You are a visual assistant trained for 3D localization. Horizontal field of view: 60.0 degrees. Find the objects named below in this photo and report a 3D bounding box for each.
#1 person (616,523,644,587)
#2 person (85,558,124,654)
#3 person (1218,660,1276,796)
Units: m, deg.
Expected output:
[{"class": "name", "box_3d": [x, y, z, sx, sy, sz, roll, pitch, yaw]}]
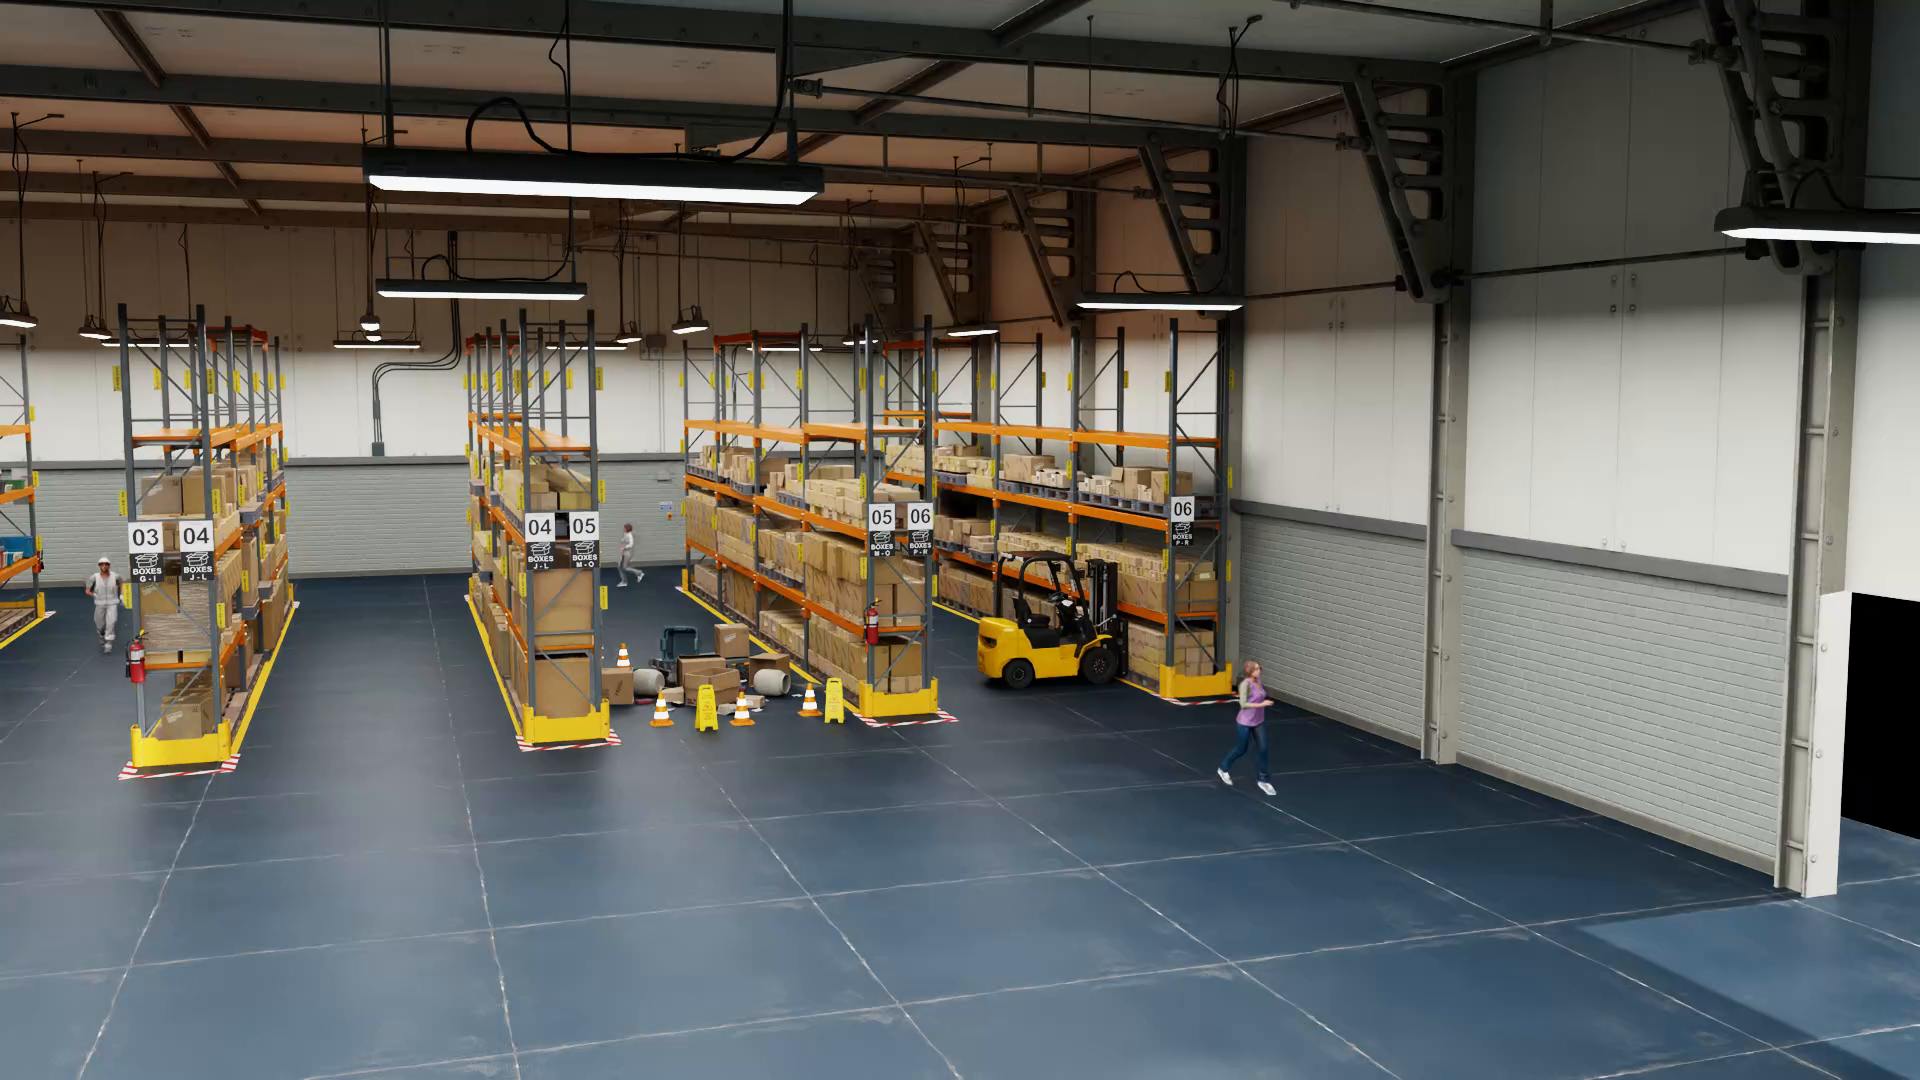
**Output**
[{"class": "person", "box_3d": [-8.119, 0.361, 40.776, 0.666, 1.552, 0.541, -2, 6, -24]}, {"class": "person", "box_3d": [-15.826, 1.201, 30.818, 0.663, 1.757, 0.782, -3, 6, -28]}, {"class": "person", "box_3d": [3.511, 2.271, 20.325, 0.544, 1.616, 0.794, -5, 8, -44]}]
